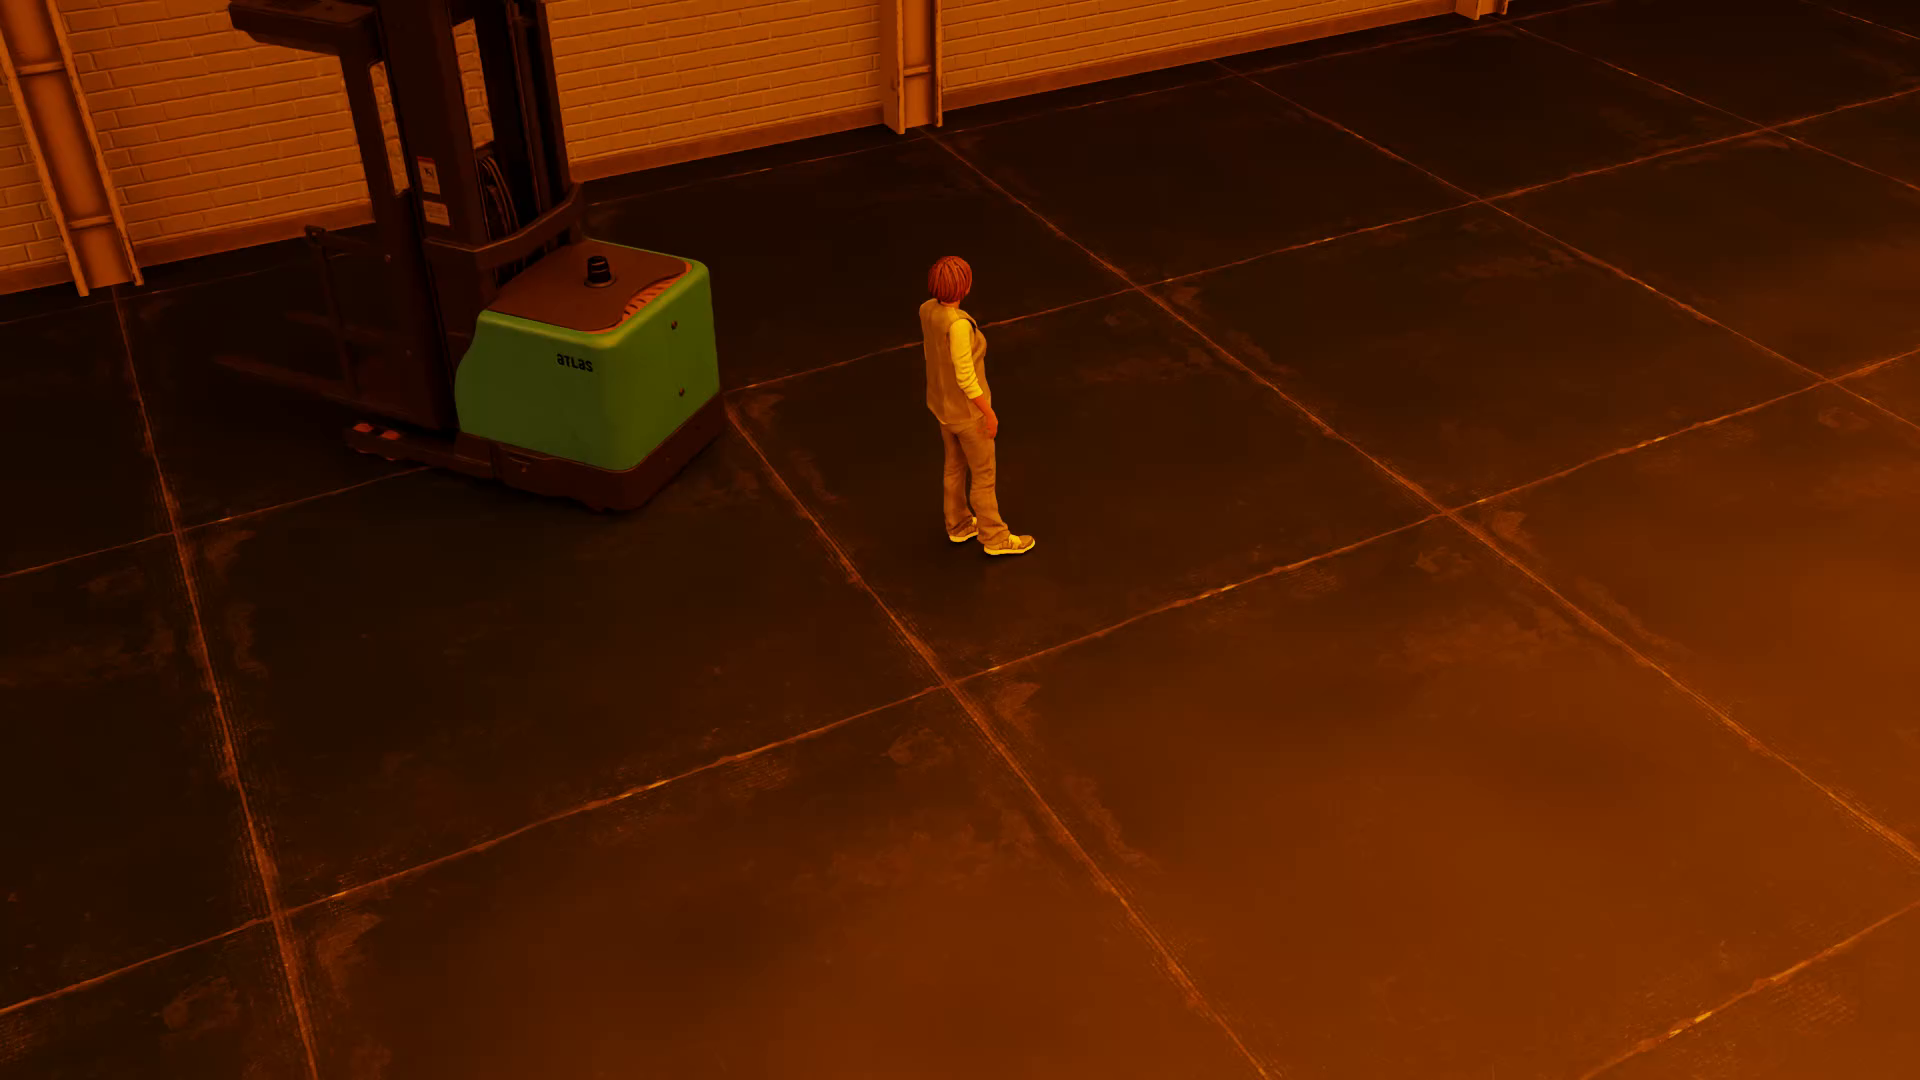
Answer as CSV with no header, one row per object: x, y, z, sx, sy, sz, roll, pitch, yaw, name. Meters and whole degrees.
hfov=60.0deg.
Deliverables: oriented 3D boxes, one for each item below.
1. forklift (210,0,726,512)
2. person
-2.894,-1.903,8.815,3.031,2.935,1.130,14,38,19,forklift
0.072,-0.671,8.215,0.474,1.598,0.519,-17,39,-23,person
